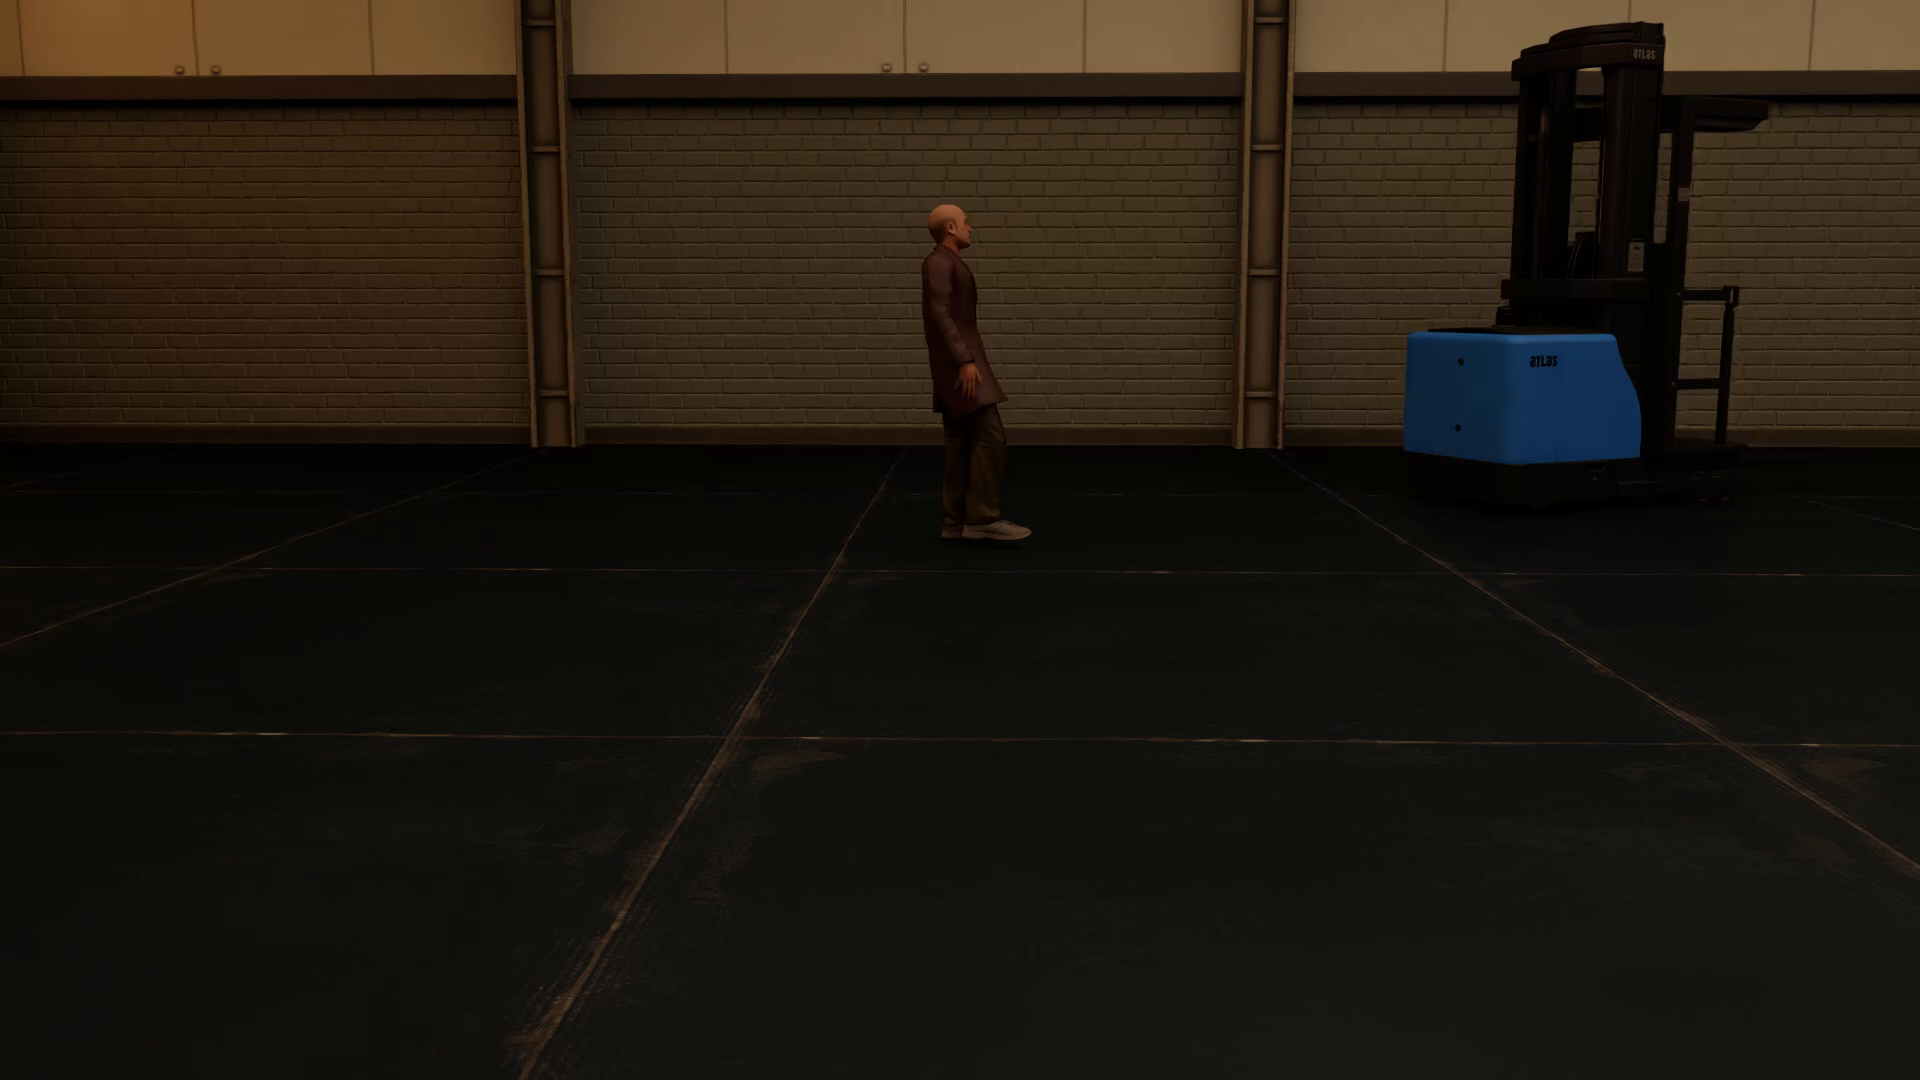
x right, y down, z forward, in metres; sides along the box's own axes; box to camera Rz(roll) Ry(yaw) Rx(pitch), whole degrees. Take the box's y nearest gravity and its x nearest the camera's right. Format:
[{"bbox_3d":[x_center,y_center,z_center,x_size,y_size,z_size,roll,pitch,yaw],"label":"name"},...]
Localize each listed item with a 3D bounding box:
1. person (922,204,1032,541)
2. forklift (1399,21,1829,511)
[{"bbox_3d":[0.092,-0.885,8.861,0.580,1.777,0.698,0,9,1],"label":"person"},{"bbox_3d":[4.396,-1.752,10.764,3.031,2.935,1.130,-4,10,-25],"label":"forklift"}]
